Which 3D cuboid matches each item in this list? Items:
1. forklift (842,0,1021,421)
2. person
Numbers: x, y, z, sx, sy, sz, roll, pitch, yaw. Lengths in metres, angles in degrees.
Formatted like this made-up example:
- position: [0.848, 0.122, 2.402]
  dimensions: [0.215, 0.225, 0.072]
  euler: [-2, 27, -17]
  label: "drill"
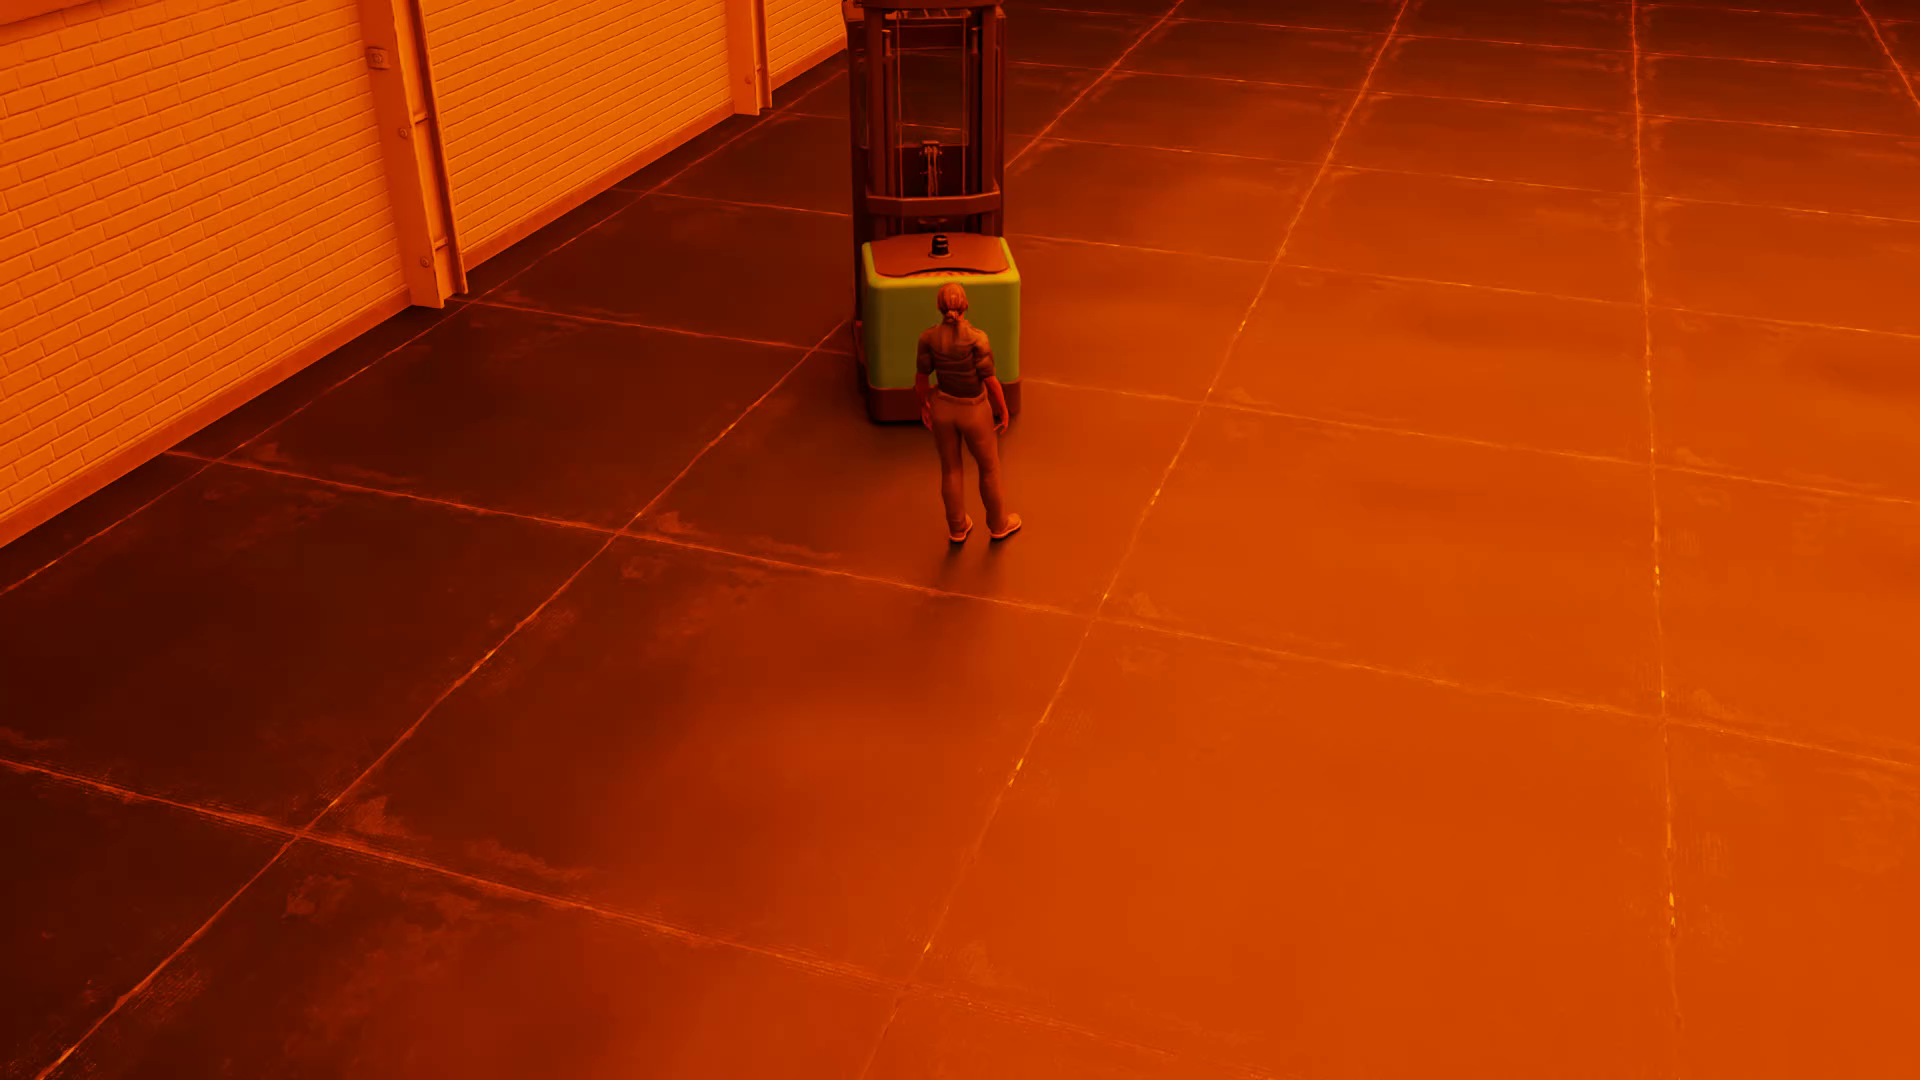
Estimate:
- position: [-0.257, -2.792, 12.034]
  dimensions: [1.130, 2.935, 3.031]
  euler: [-3, 30, -5]
  label: "forklift"
- position: [0.047, -0.762, 9.749]
  dimensions: [0.570, 1.654, 0.504]
  euler: [10, 31, 16]
  label: "person"
